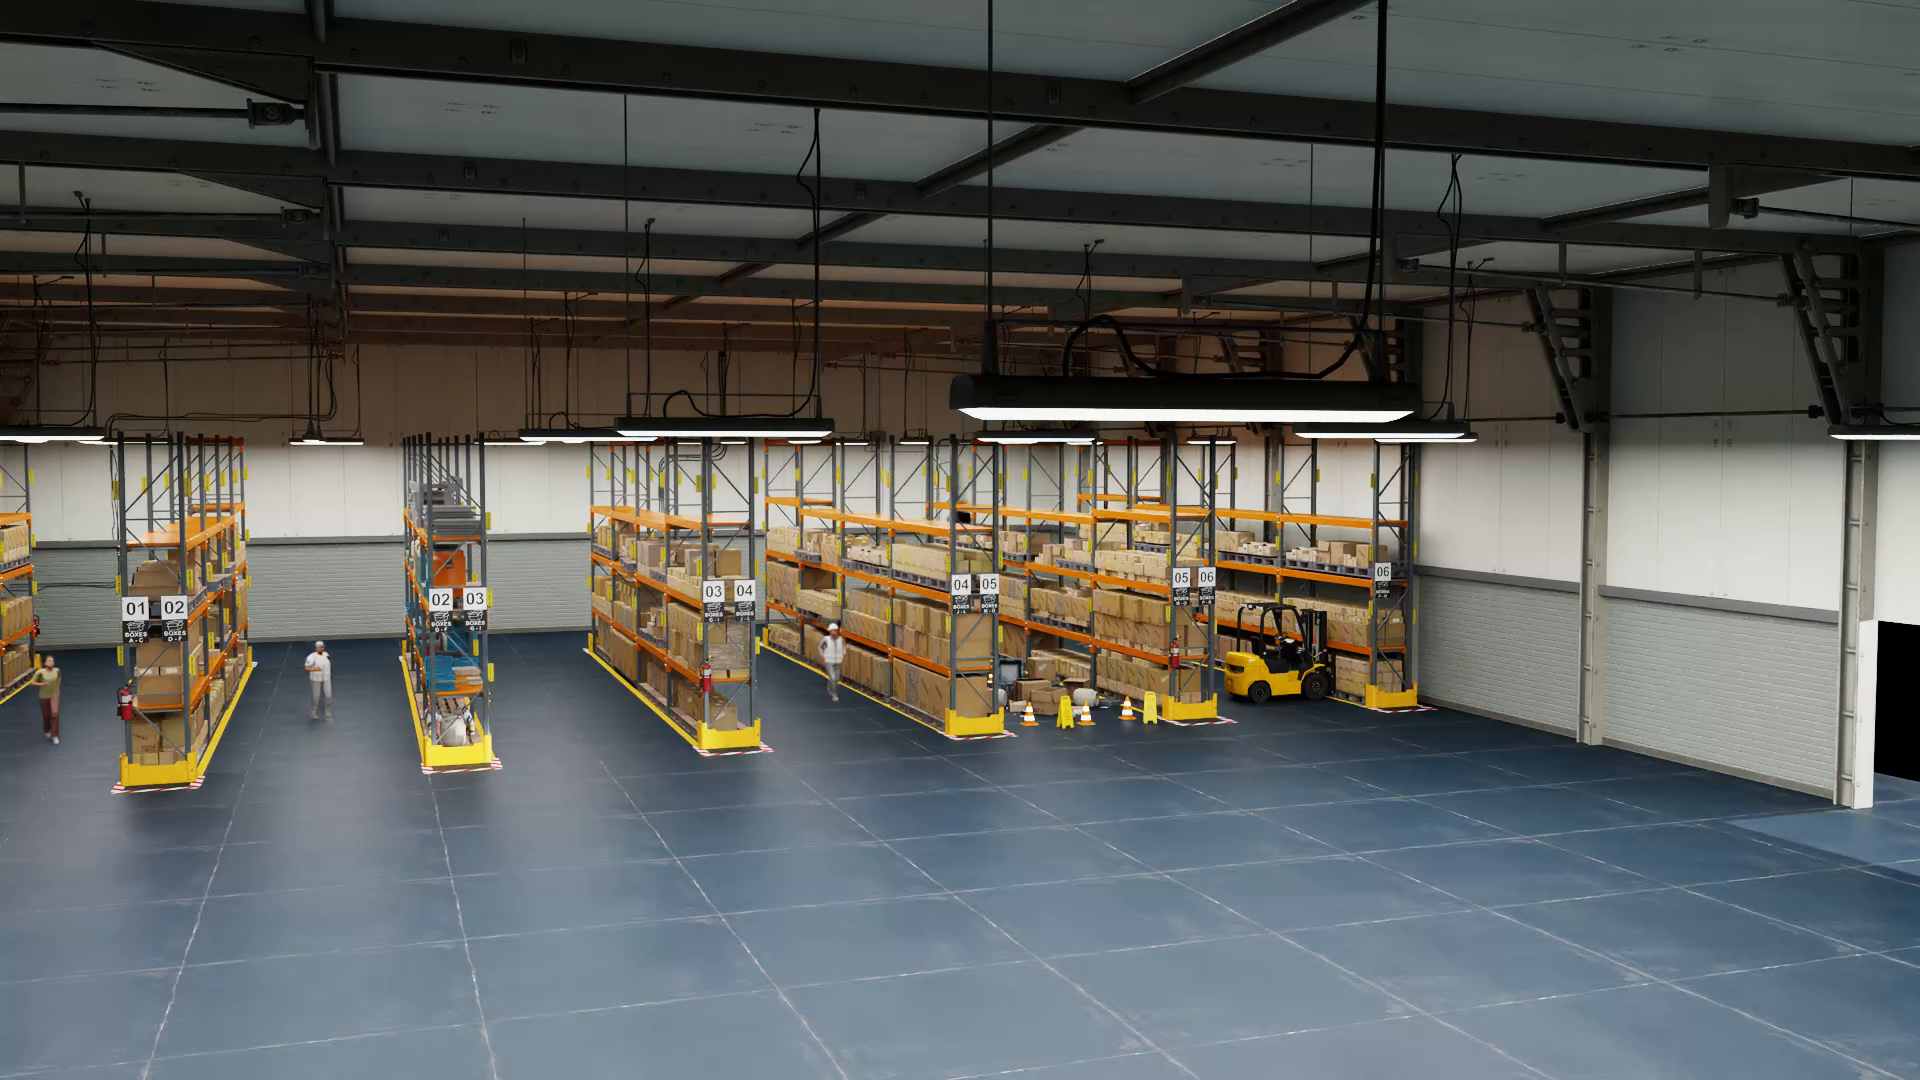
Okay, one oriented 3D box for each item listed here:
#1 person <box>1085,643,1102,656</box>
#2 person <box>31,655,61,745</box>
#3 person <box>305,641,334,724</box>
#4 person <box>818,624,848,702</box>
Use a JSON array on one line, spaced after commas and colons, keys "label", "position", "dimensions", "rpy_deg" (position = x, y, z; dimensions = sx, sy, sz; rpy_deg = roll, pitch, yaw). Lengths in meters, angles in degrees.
[{"label": "person", "position": [3.539, 2.467, 43.434], "dimensions": [0.672, 1.793, 0.813], "rpy_deg": [-2, 4, -27]}, {"label": "person", "position": [-17.759, 3.090, 32.362], "dimensions": [0.554, 1.705, 0.874], "rpy_deg": [-3, 4, -38]}, {"label": "person", "position": [-13.383, 2.958, 34.723], "dimensions": [0.596, 1.705, 0.854], "rpy_deg": [-2, 4, -38]}, {"label": "person", "position": [-2.918, 2.764, 37.846], "dimensions": [0.647, 1.747, 0.830], "rpy_deg": [-1, 3, -25]}]
